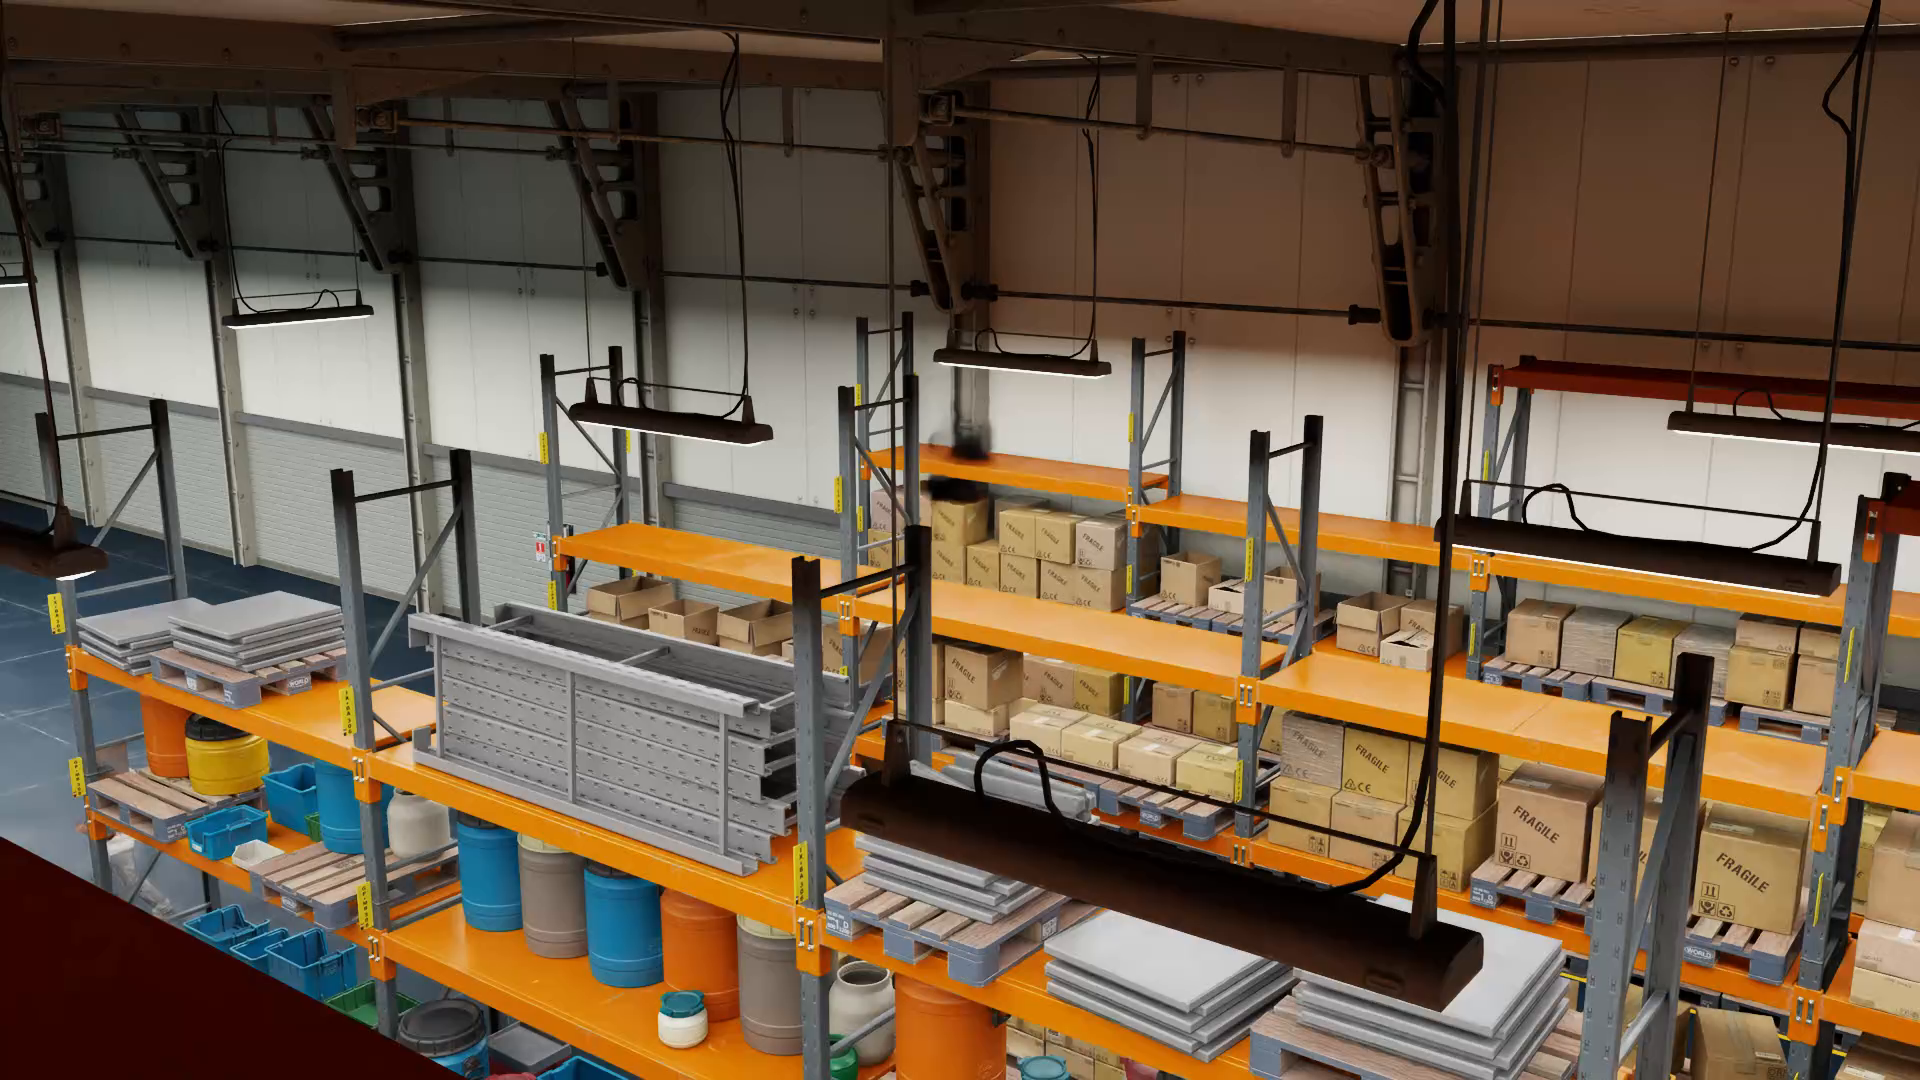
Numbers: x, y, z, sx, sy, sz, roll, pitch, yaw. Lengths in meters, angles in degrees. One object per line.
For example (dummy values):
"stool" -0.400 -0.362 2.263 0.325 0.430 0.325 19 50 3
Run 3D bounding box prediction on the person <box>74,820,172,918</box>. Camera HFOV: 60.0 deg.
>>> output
"person" -8.784 3.235 17.357 0.868 1.809 0.685 -7 15 -27
